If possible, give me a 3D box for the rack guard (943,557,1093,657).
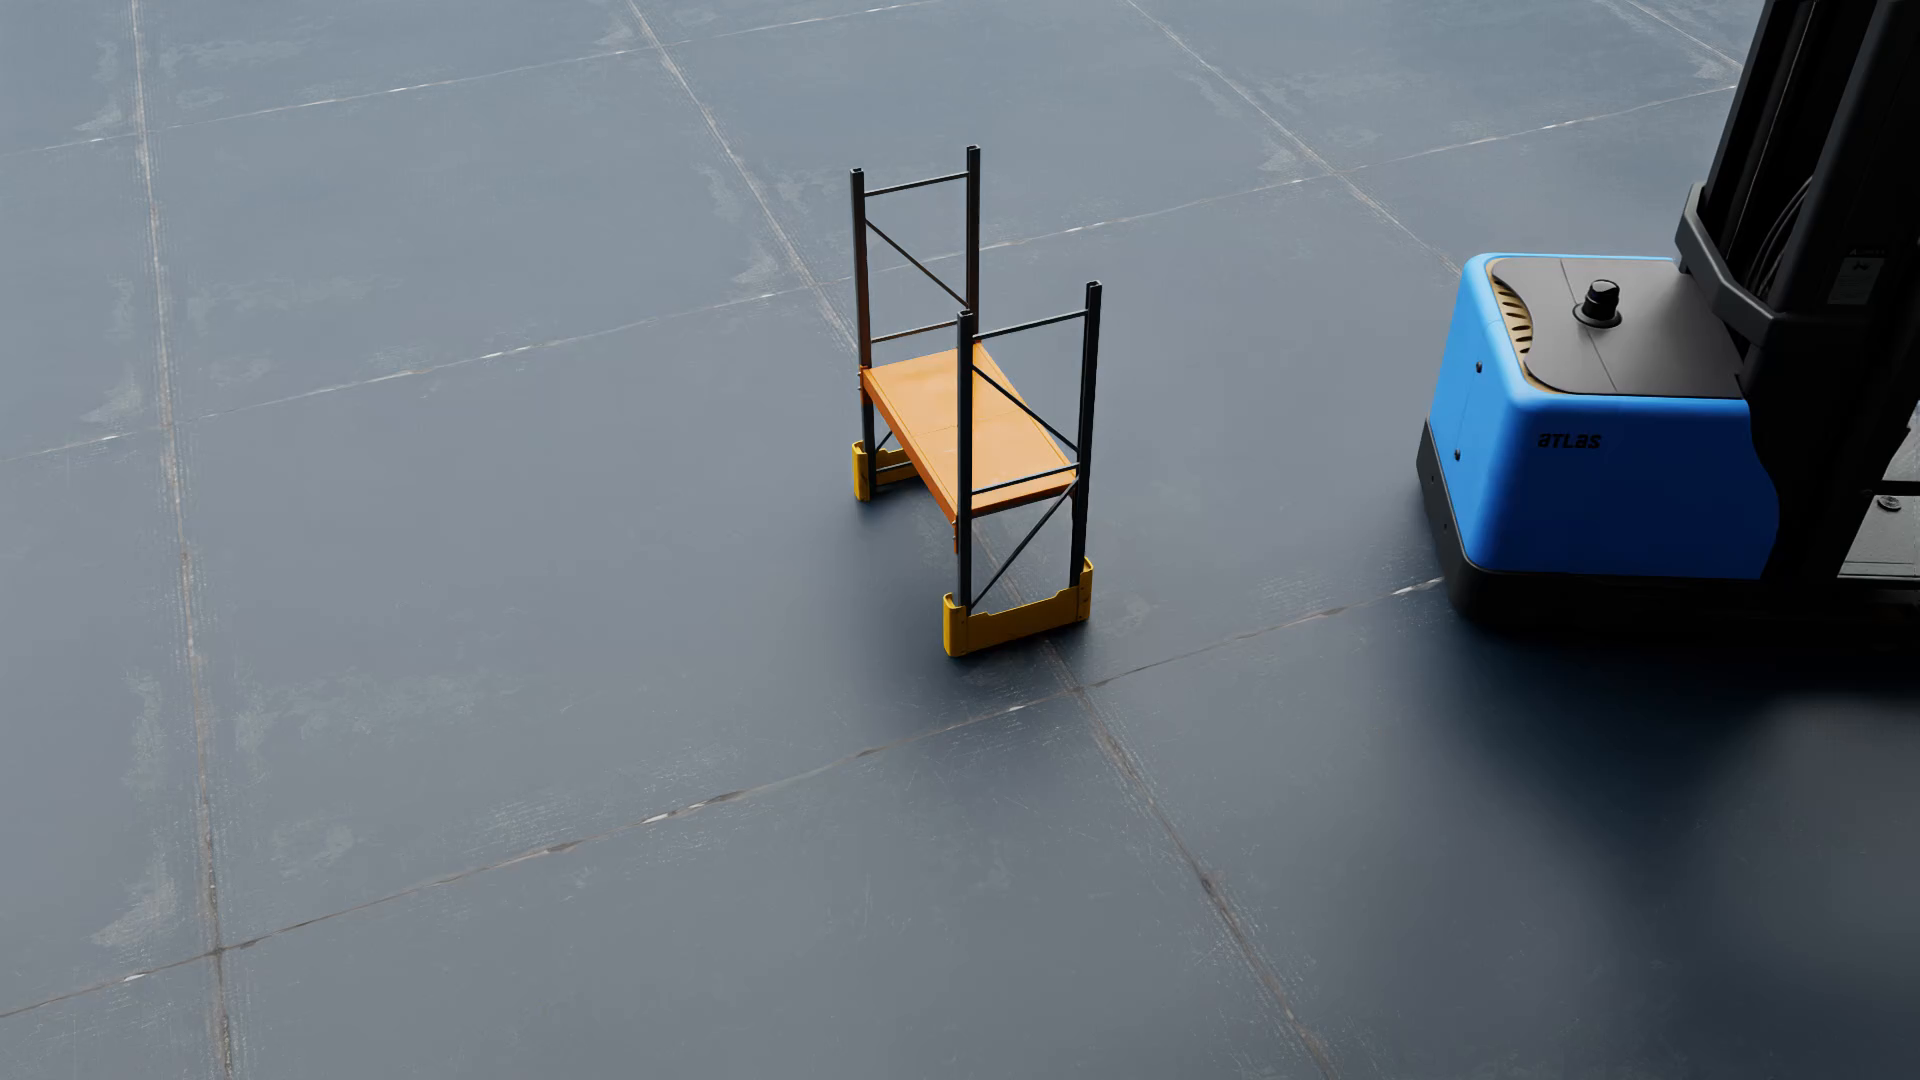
[{"bbox_3d":[0.220,0.251,6.266,0.587,0.250,0.087,-15,43,-17],"label":"rack guard"}]

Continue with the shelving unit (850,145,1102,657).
[{"bbox_3d":[0.029,-0.523,6.208,0.587,1.500,1.083,-15,43,-17],"label":"shelving unit"}]

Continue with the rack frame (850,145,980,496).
[{"bbox_3d":[-0.162,-0.823,6.557,0.500,1.500,0.032,-15,43,-17],"label":"rack frame"}]

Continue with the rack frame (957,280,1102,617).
[{"bbox_3d":[0.227,-0.211,5.845,0.500,1.500,0.032,-15,43,-17],"label":"rack frame"}]

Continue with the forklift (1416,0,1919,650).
[{"bbox_3d":[3.412,-1.047,5.720,3.031,2.935,1.130,2,41,2],"label":"forklift"}]

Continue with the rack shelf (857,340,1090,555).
[{"bbox_3d":[0.033,-0.381,6.319,0.538,0.185,1.000,-15,43,-17],"label":"rack shelf"}]

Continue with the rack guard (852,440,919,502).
[{"bbox_3d":[-0.161,-0.349,6.964,0.587,0.250,0.087,-15,43,-17],"label":"rack guard"}]
